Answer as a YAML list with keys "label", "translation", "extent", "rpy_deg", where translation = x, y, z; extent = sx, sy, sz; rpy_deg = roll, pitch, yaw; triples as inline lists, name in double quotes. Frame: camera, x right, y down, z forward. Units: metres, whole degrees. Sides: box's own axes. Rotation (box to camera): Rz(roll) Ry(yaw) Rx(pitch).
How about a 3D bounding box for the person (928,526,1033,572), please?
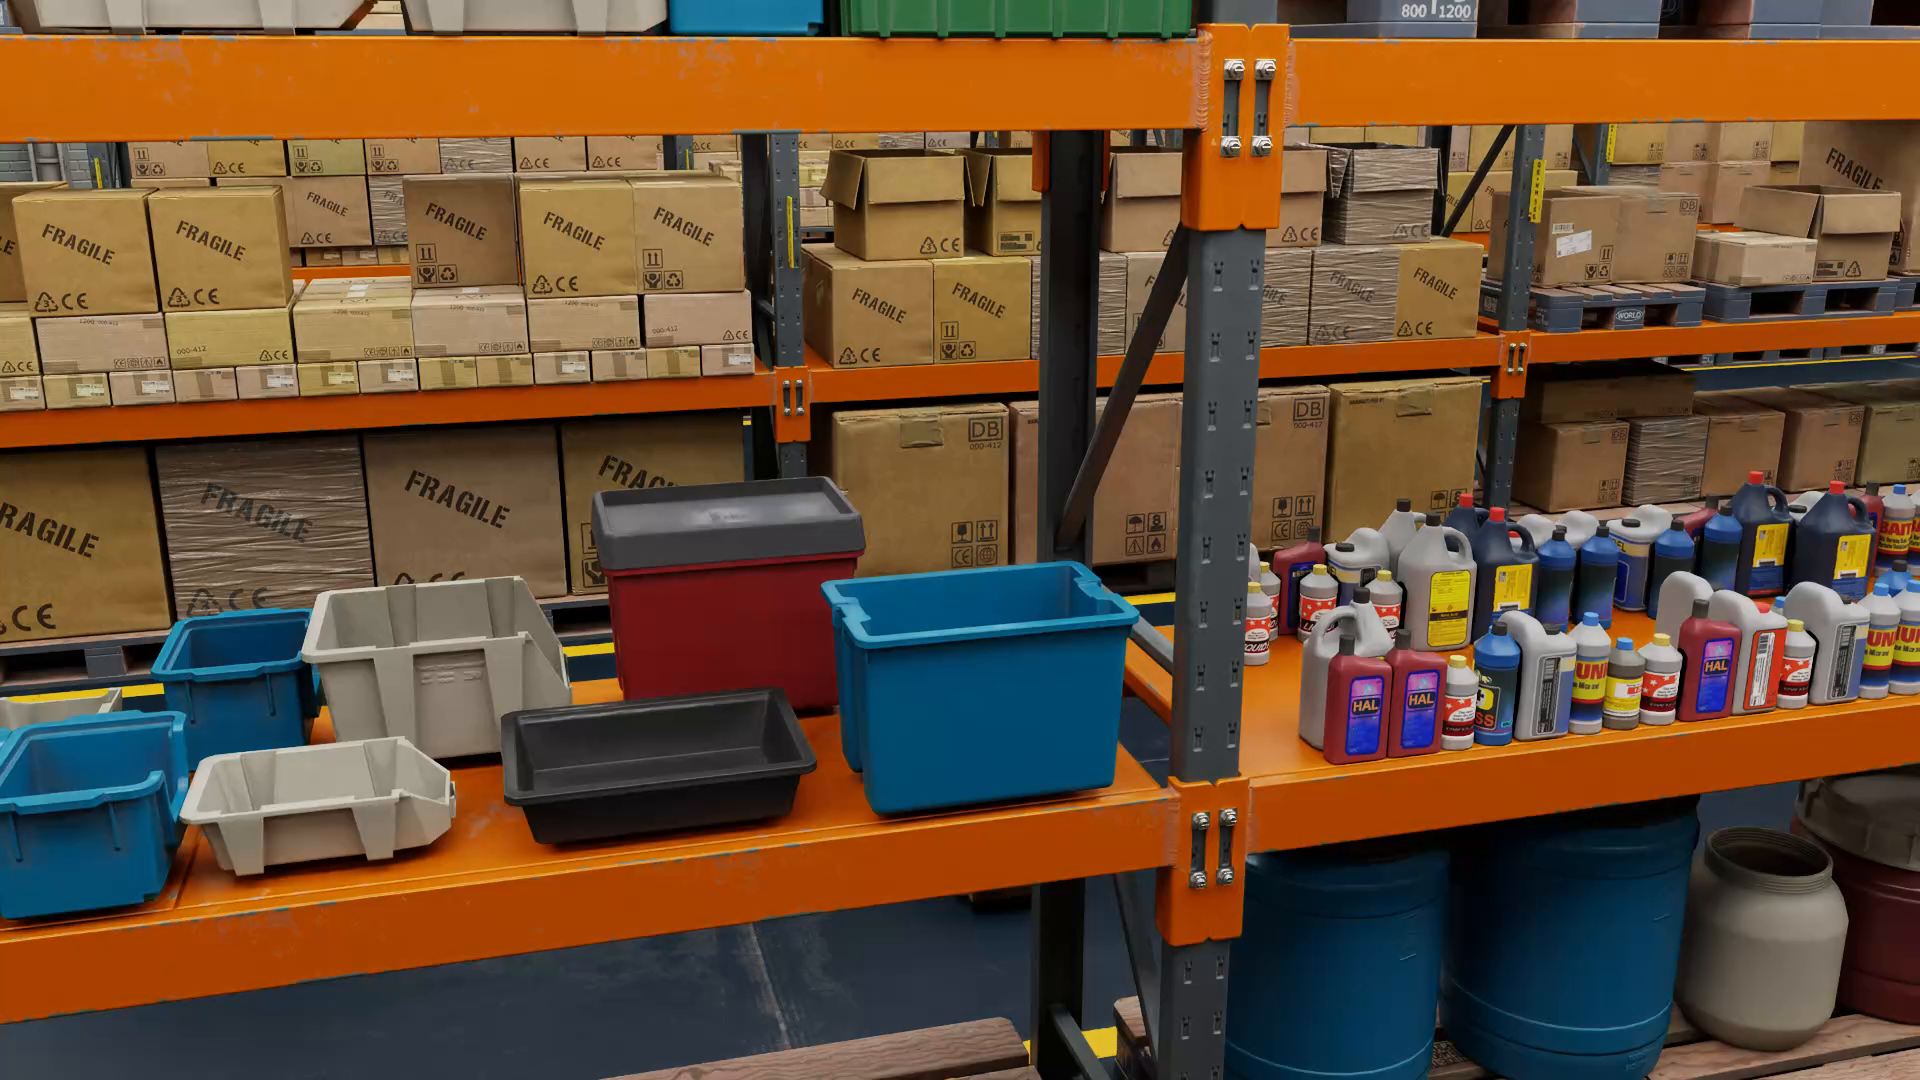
- label: "person"
  translation: [0.051, 0.521, 5.811]
  extent: [0.379, 1.297, 0.779]
  rpy_deg: [-5, 17, -16]
